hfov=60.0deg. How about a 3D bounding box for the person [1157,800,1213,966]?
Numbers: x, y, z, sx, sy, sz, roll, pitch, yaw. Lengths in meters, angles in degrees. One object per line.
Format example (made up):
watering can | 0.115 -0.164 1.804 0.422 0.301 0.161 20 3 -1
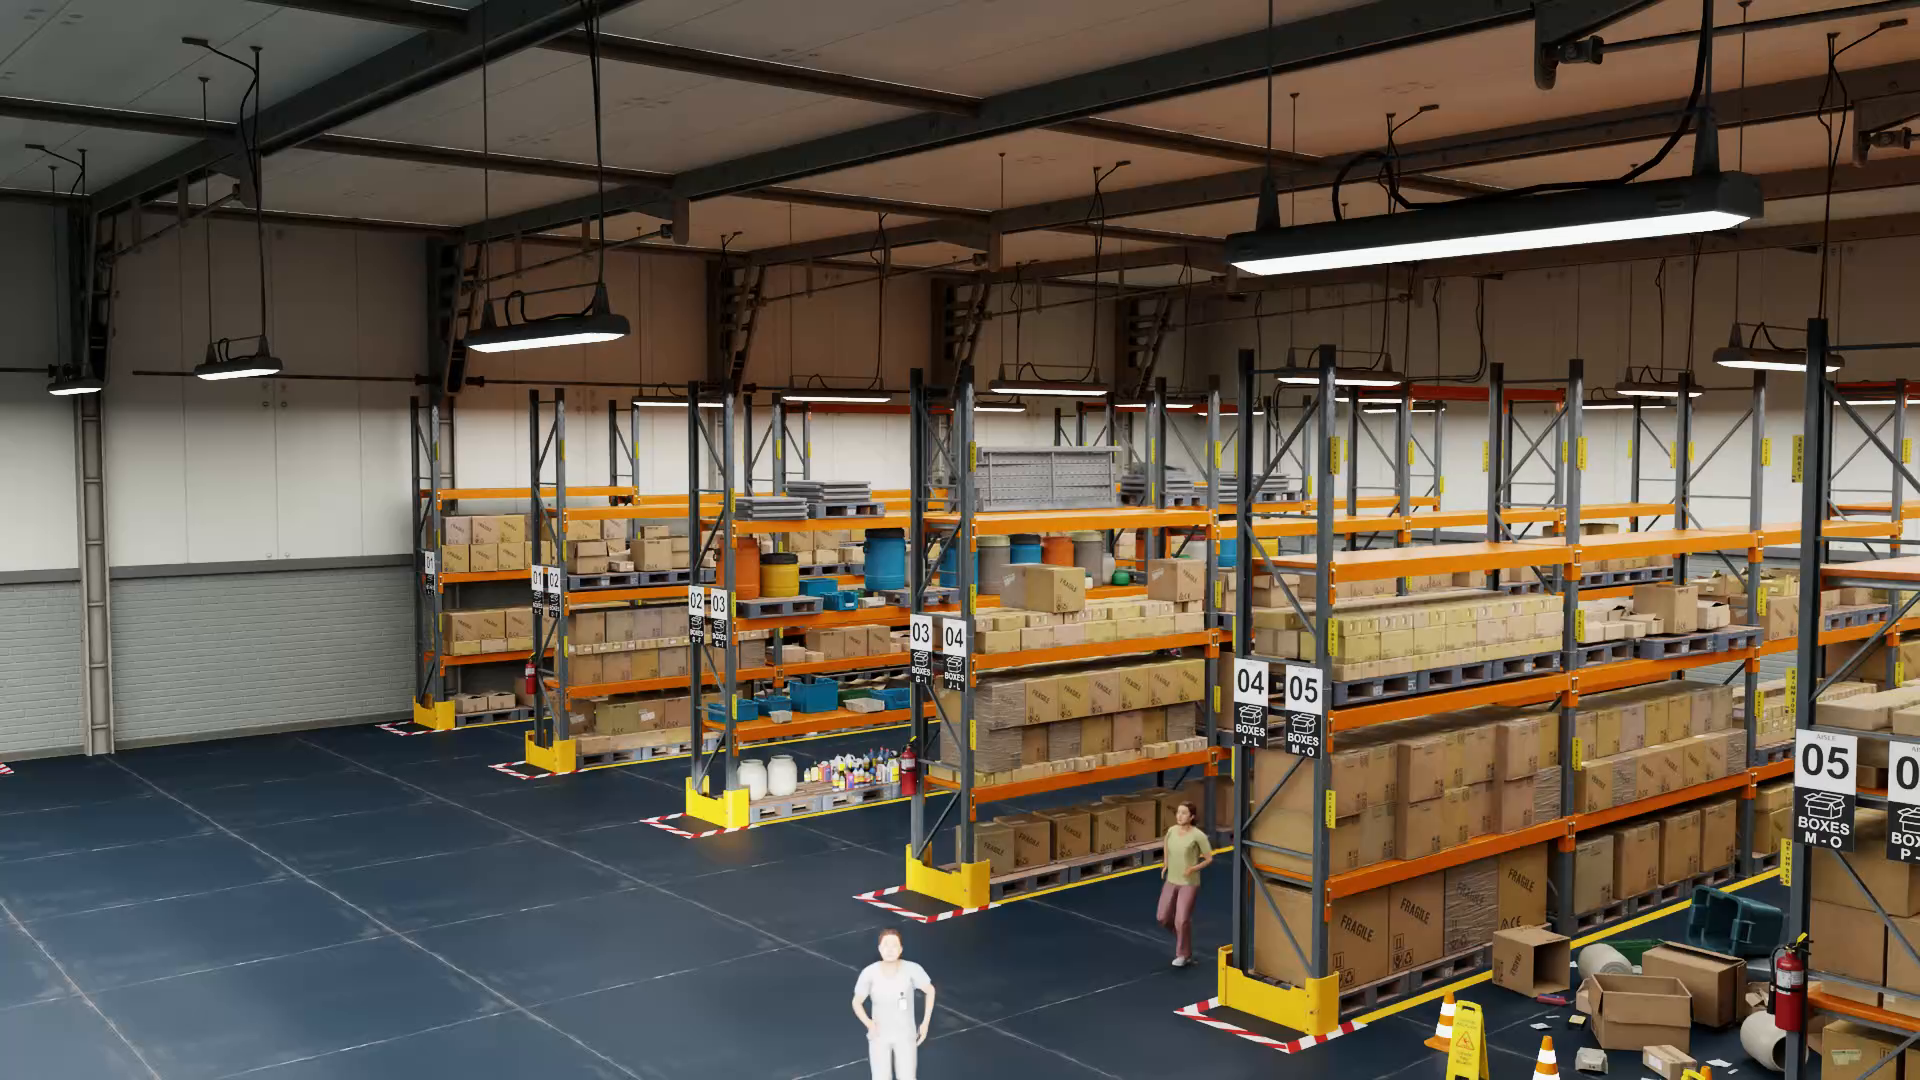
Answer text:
person | 2.198 3.384 16.401 0.576 1.613 0.556 2 4 36

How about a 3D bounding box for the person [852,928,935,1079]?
person | -0.488 3.635 12.105 0.601 1.635 0.578 0 3 0
